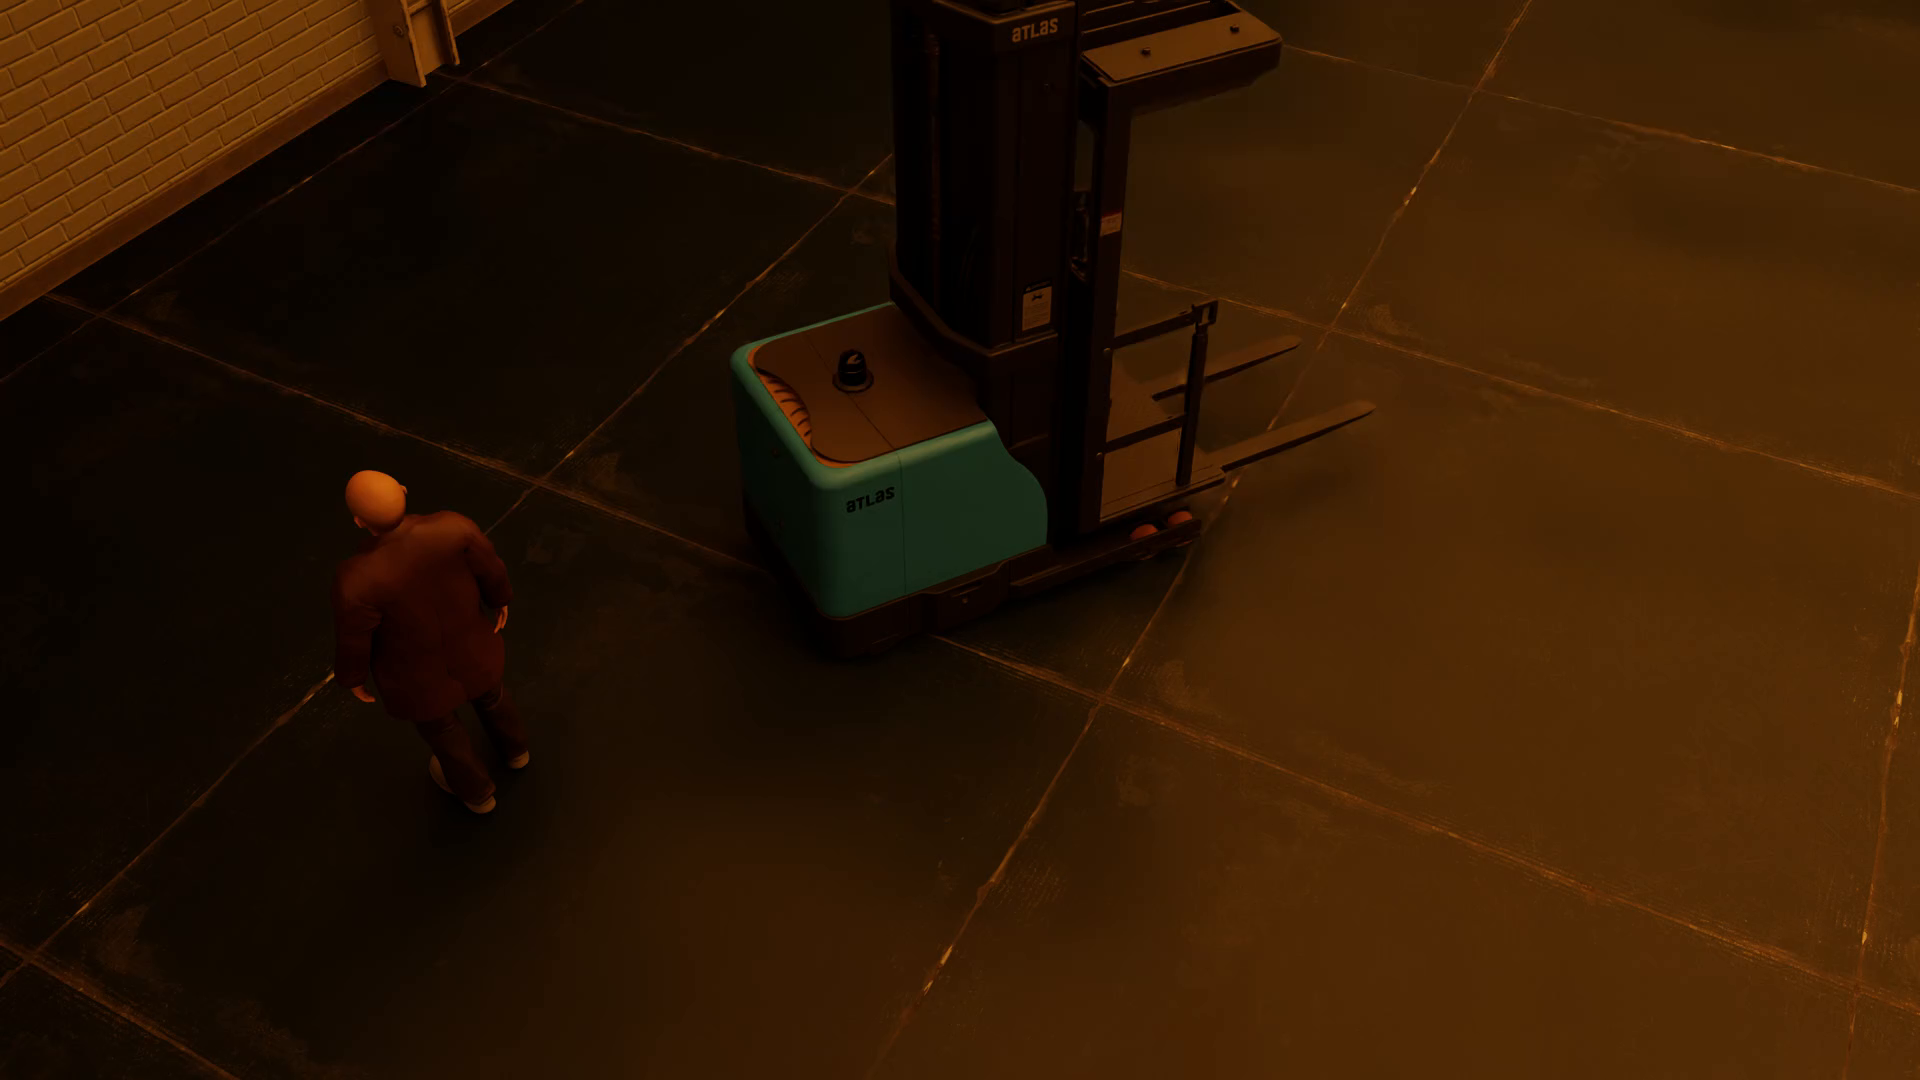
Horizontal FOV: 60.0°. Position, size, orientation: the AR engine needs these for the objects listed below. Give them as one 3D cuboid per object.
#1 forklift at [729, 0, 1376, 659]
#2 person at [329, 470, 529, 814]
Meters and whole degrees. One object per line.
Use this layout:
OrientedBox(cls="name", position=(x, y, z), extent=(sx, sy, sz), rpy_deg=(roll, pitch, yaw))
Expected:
OrientedBox(cls="forklift", position=(0.546, -1.277, 7.010), extent=(3.031, 2.935, 1.130), rpy_deg=(-20, 47, -20))
OrientedBox(cls="person", position=(-1.989, 0.337, 6.128), extent=(0.695, 1.775, 0.584), rpy_deg=(-28, 50, -27))
